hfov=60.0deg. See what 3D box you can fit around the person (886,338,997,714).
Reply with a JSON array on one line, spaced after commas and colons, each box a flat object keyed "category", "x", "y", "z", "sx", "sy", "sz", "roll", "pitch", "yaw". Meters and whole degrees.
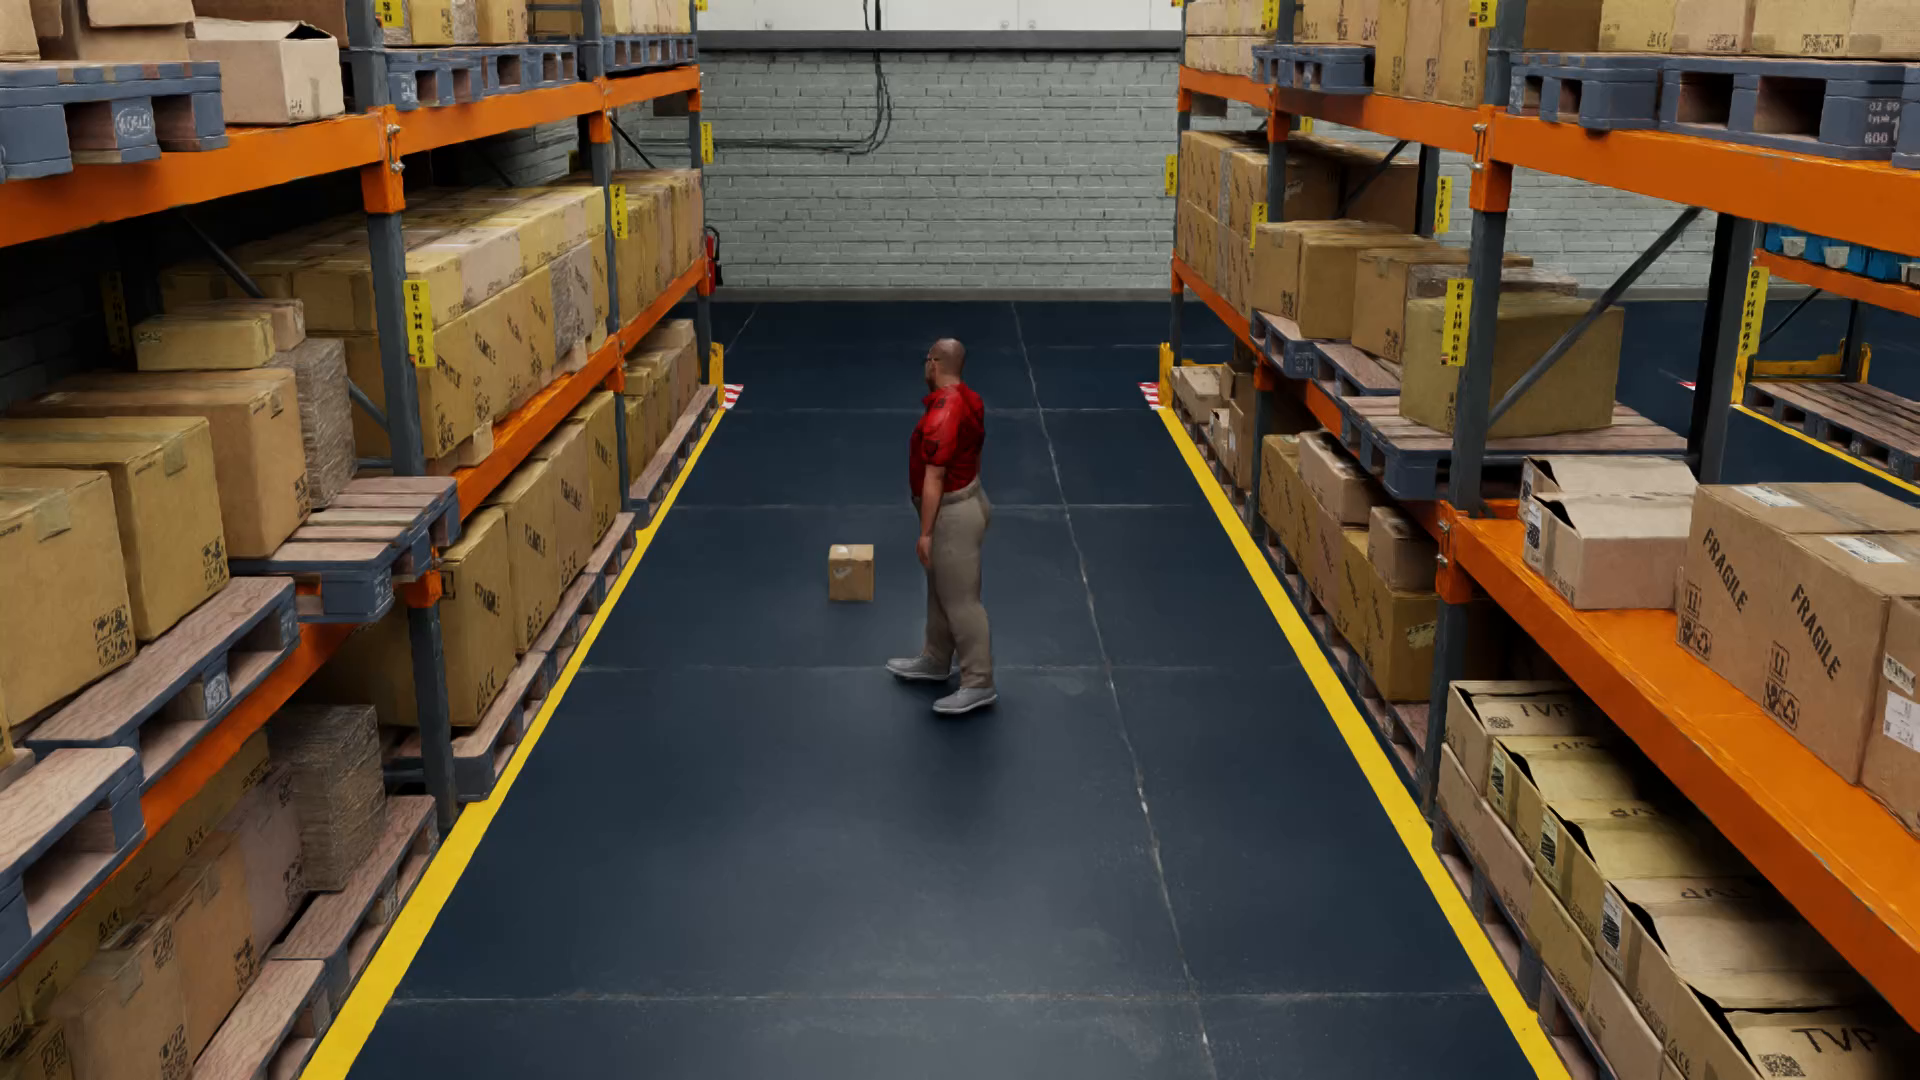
[{"category": "person", "x": -0.096, "y": -0.103, "z": 7.833, "sx": 0.599, "sy": 1.721, "sz": 0.666, "roll": 3, "pitch": 17, "yaw": 11}]
